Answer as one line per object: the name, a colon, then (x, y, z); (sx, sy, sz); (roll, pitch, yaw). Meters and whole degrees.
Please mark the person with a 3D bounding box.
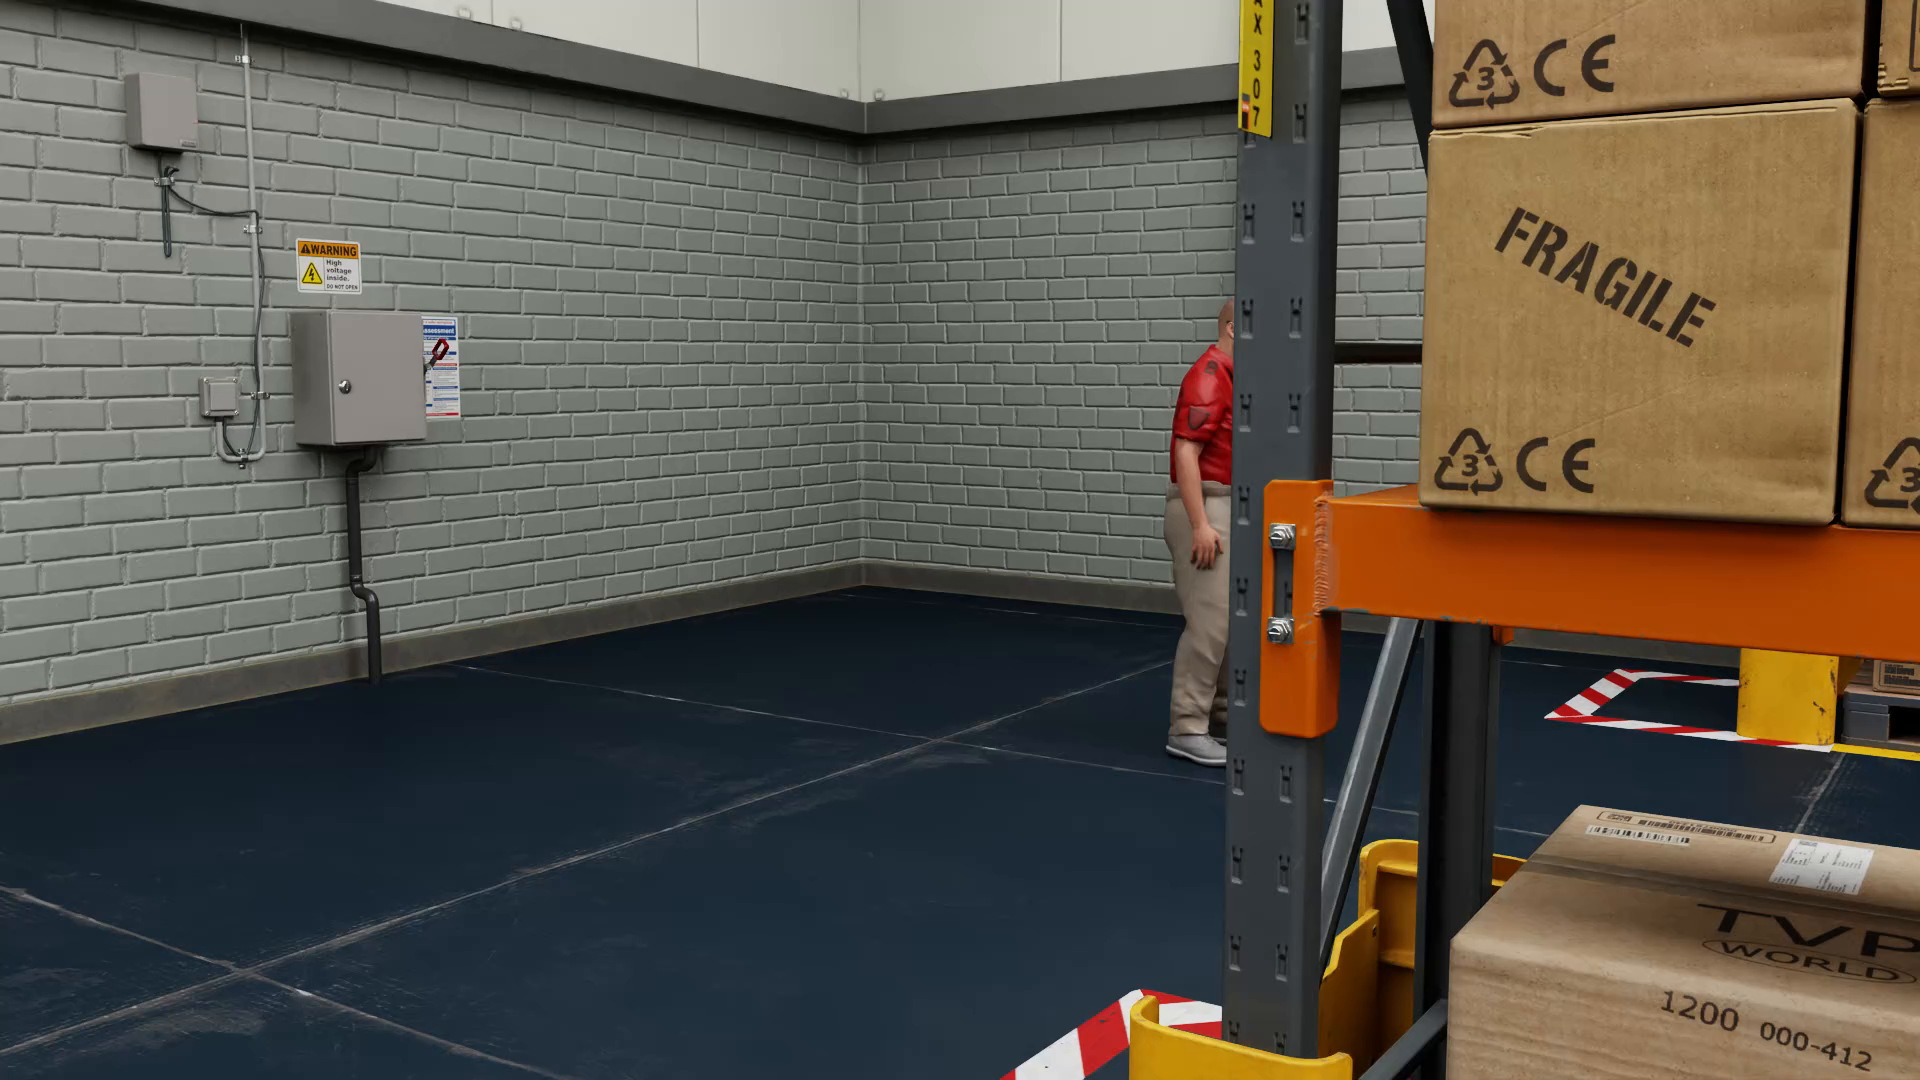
person: (1.014, -0.052, 6.316); (0.436, 1.726, 0.599); (4, 7, 30)
